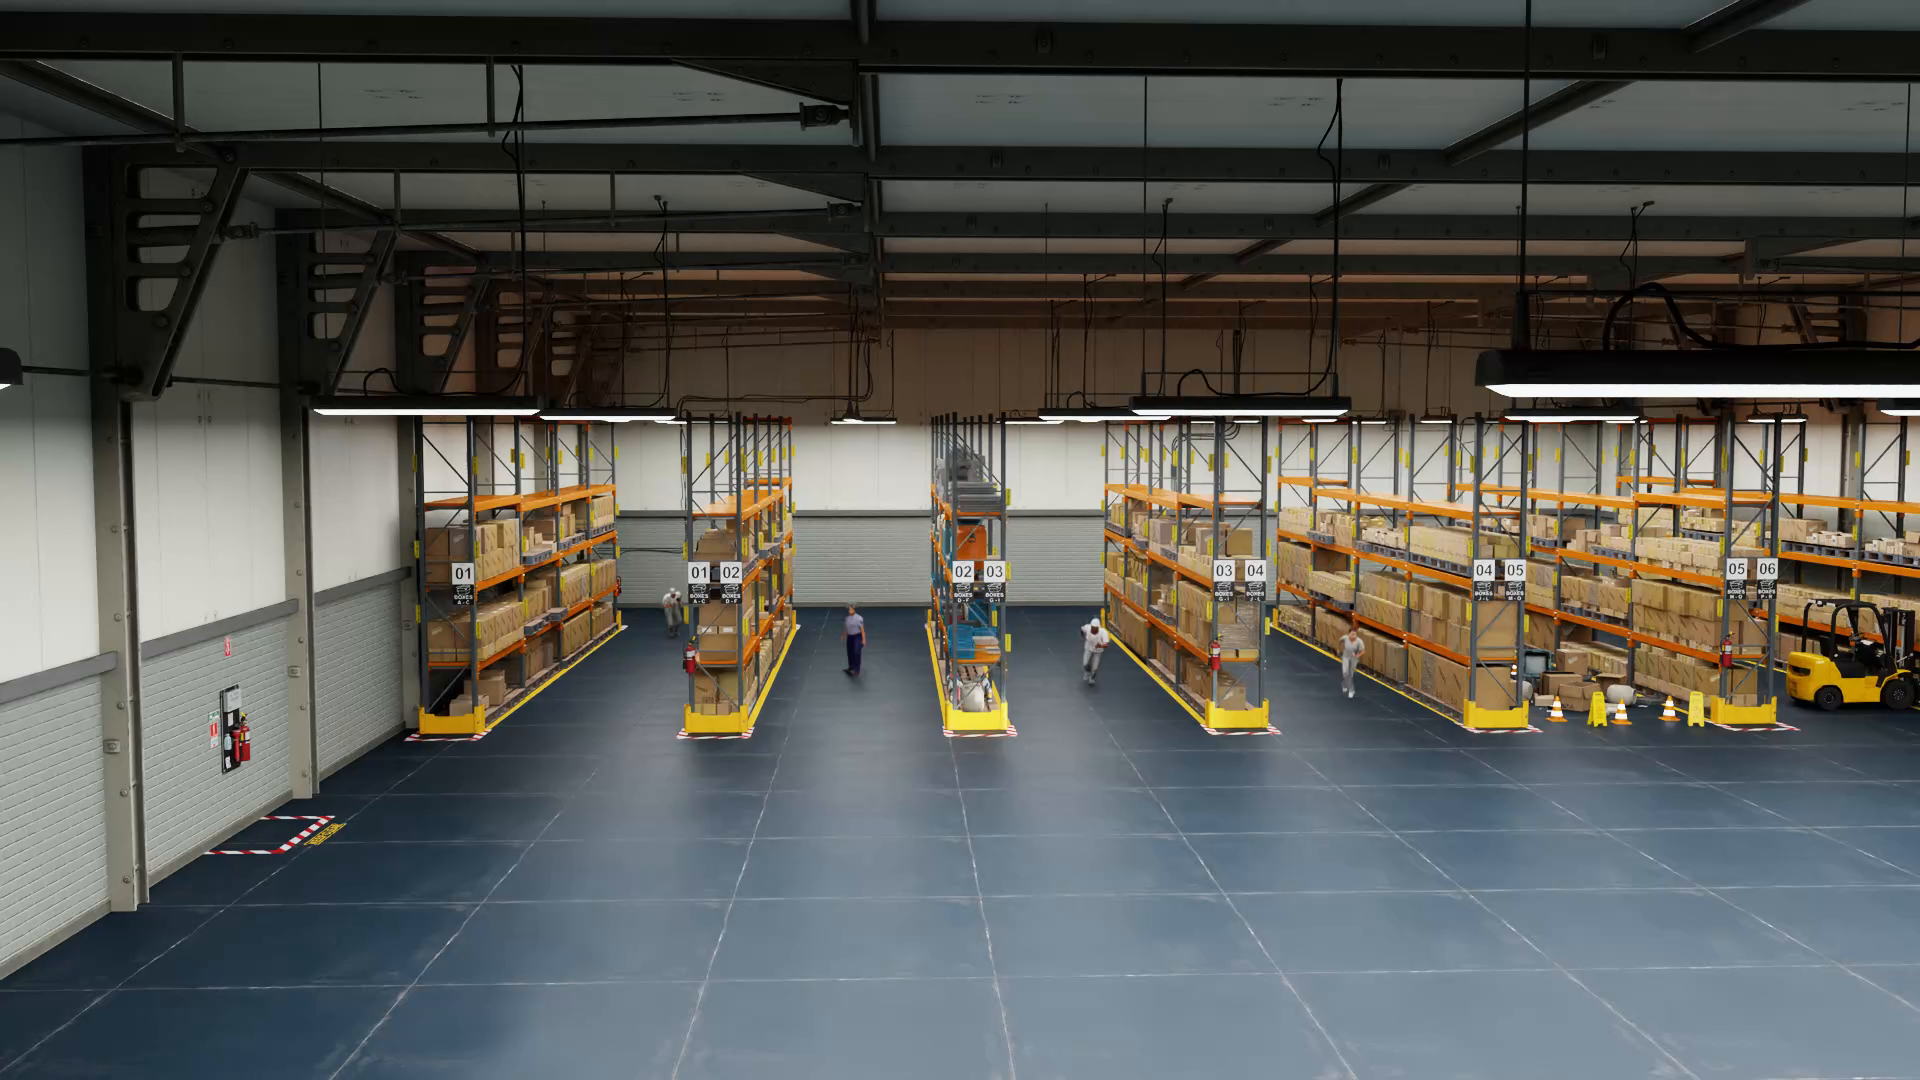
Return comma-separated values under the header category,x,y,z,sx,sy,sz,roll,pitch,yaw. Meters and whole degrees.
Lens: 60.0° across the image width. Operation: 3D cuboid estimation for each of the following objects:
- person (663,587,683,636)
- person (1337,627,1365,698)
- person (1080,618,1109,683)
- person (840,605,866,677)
category,x,y,z,sx,sy,sz,roll,pitch,yaw
person,-7.815,1.954,45.257,0.629,1.392,0.905,-2,4,-28
person,8.290,2.551,35.291,0.568,1.500,1.059,1,4,9
person,2.954,2.448,36.709,0.708,1.522,1.033,1,4,11
person,-2.453,2.313,38.456,0.726,1.664,0.692,2,4,30
